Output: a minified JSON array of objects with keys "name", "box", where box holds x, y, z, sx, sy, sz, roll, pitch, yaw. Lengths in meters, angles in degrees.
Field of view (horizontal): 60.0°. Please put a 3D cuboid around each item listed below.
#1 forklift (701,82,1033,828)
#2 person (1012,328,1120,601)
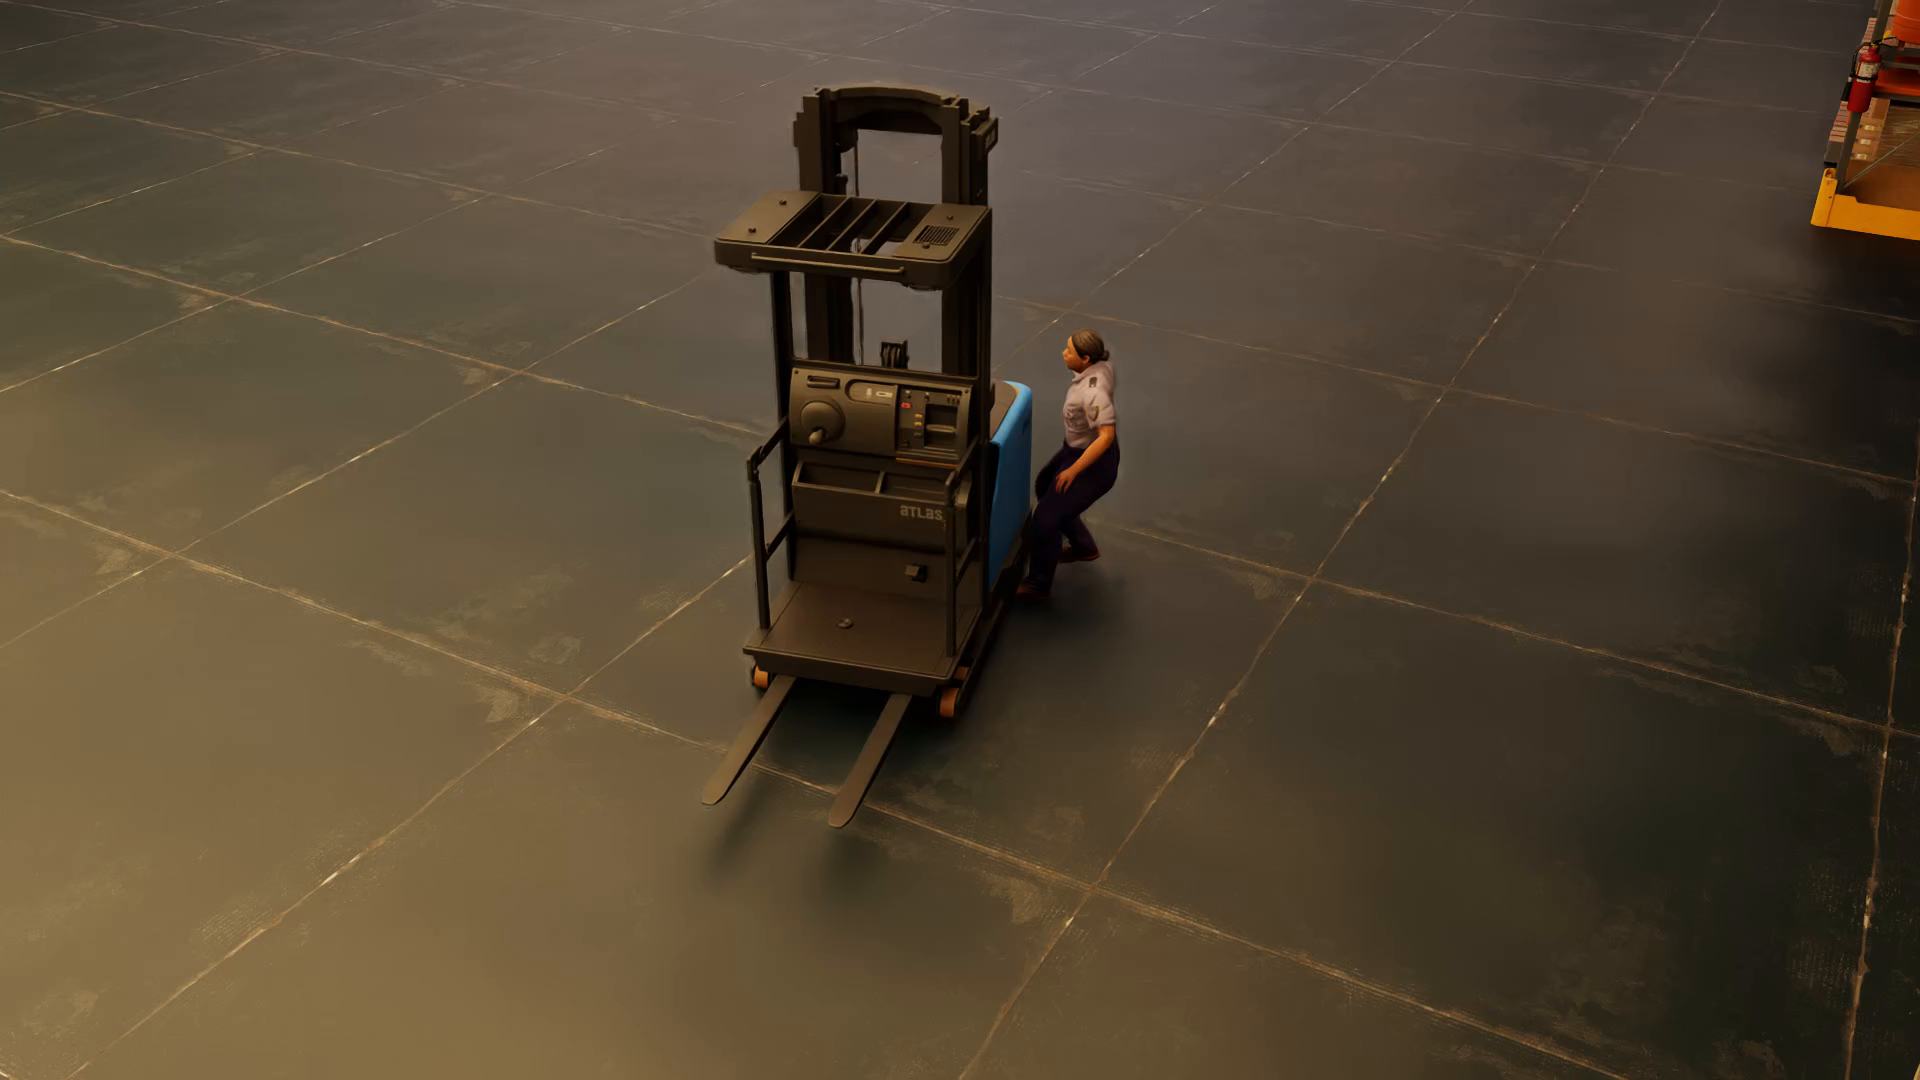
[{"name":"forklift","box":[-0.453,-0.578,8.072,1.130,2.935,3.031,8,31,13]},{"name":"person","box":[0.562,-0.446,9.223,0.633,1.572,0.890,5,30,9]}]
